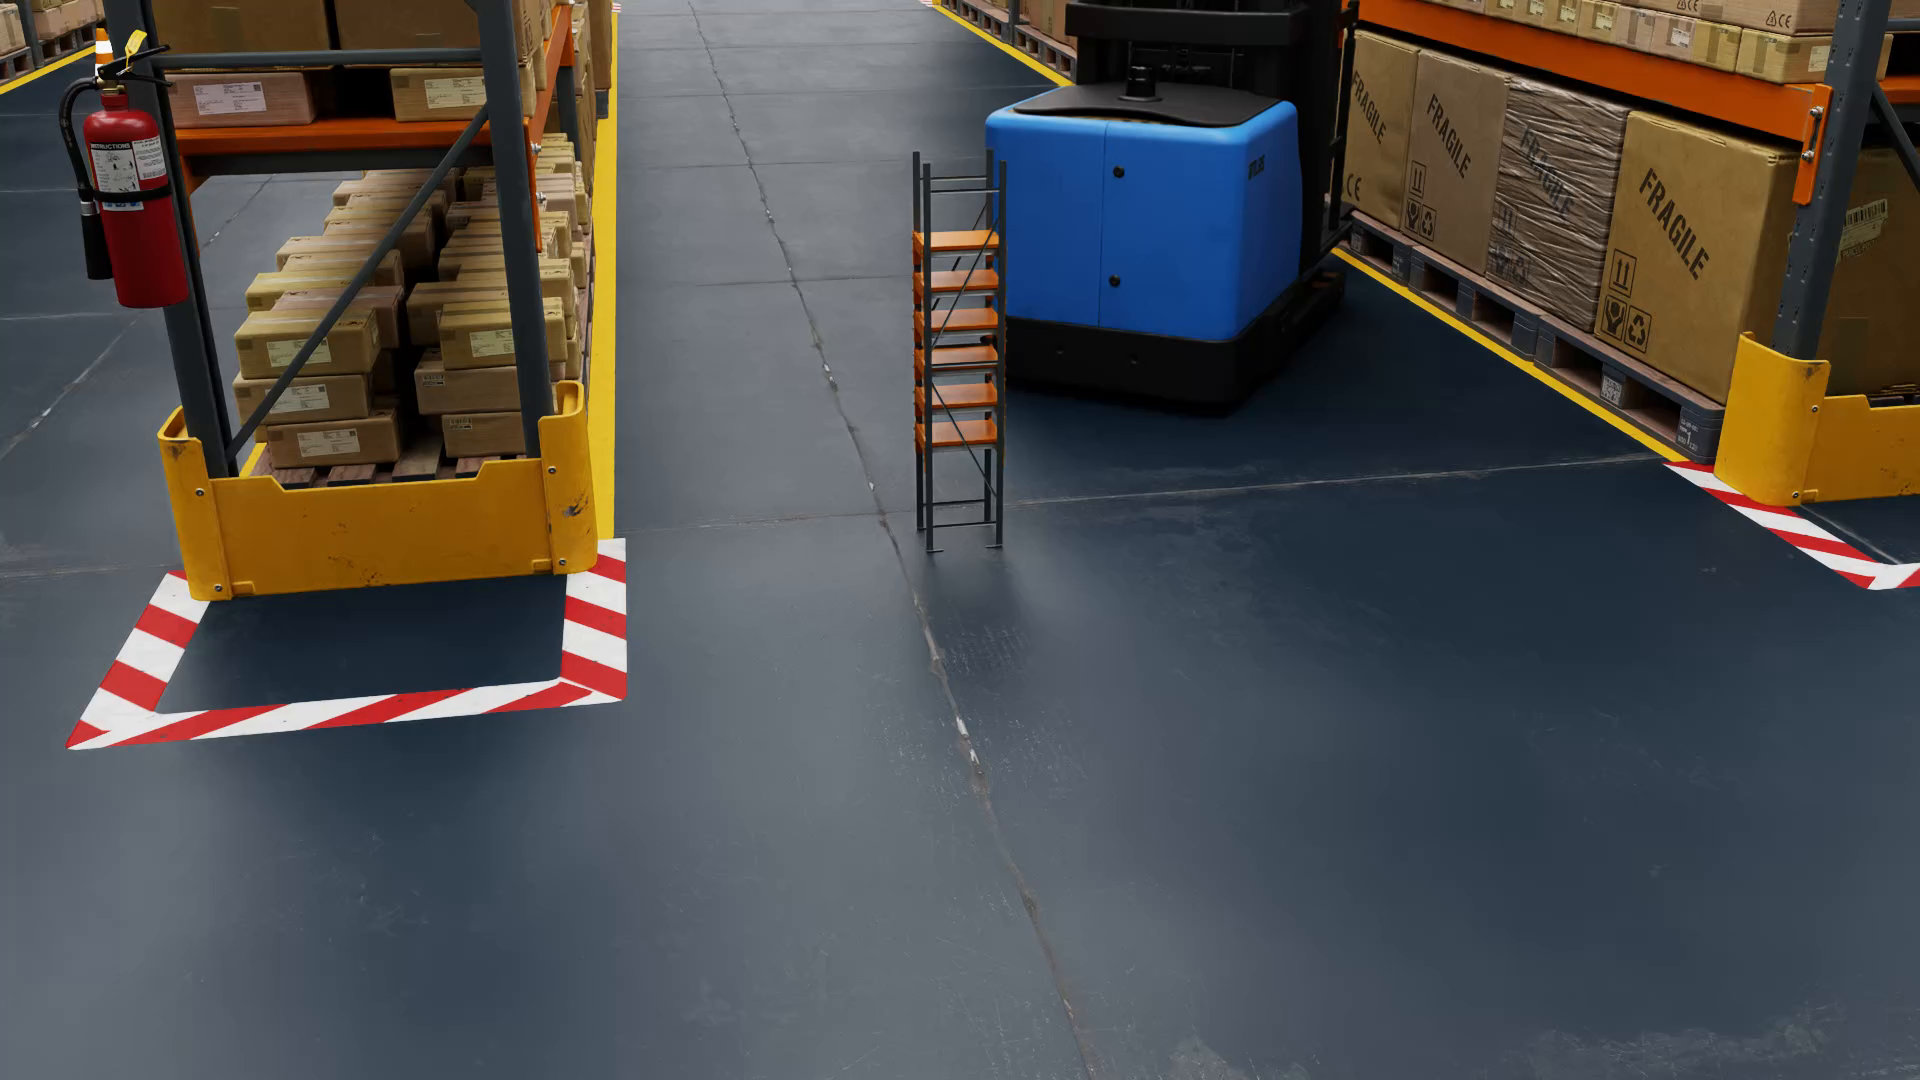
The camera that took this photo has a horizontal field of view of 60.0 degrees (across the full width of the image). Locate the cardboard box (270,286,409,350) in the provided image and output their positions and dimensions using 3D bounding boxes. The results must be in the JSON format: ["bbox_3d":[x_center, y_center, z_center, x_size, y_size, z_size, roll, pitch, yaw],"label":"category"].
[{"bbox_3d":[-2.029,-0.723,5.453,0.380,0.149,0.250,-4,24,-9],"label":"cardboard box"}]

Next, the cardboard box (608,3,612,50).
[{"bbox_3d":[-3.534,-4.537,14.176,1.050,0.750,0.750,-4,24,-10],"label":"cardboard box"}]

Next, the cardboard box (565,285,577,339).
[{"bbox_3d":[-1.605,-0.830,6.069,0.380,0.149,0.250,-4,24,-8],"label":"cardboard box"}]

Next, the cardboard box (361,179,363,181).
[{"bbox_3d":[-2.680,-1.702,8.064,0.380,0.149,0.250,-3,24,-7],"label":"cardboard box"}]

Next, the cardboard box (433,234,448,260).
[{"bbox_3d":[-2.389,-1.299,7.143,0.380,0.149,0.250,-3,24,-7],"label":"cardboard box"}]

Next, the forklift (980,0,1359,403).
[{"bbox_3d":[1.146,-2.415,7.119,1.130,2.935,3.031,10,26,22],"label":"forklift"}]

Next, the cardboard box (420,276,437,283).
[{"bbox_3d":[-2.277,-0.960,6.737,0.380,0.149,0.250,-4,24,-8],"label":"cardboard box"}]

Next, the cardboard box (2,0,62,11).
[{"bbox_3d":[-8.601,-5.114,15.186,0.500,0.500,0.500,-3,24,-7],"label":"cardboard box"}]

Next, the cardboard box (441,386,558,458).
[{"bbox_3d":[-1.475,-0.388,5.428,0.380,0.149,0.250,-4,24,-9],"label":"cardboard box"}]

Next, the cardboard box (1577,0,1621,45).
[{"bbox_3d":[2.621,-2.002,6.400,0.380,0.149,0.250,-5,24,-11],"label":"cardboard box"}]

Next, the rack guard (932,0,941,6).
[{"bbox_3d":[0.256,-6.718,20.006,1.175,0.500,0.348,-4,24,-10],"label":"rack guard"}]

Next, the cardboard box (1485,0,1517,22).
[{"bbox_3d":[2.479,-2.304,7.091,0.380,0.149,0.250,-5,24,-11],"label":"cardboard box"}]

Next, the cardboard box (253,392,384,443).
[{"bbox_3d":[-2.142,-0.444,5.555,0.380,0.149,0.250,-4,24,-8],"label":"cardboard box"}]

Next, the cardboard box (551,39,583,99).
[{"bbox_3d":[-2.309,-2.546,8.994,0.500,0.250,0.500,-5,24,-12],"label":"cardboard box"}]

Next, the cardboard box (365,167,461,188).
[{"bbox_3d":[-2.484,-1.645,7.562,0.380,0.149,0.250,-5,24,-10],"label":"cardboard box"}]

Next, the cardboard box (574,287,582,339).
[{"bbox_3d":[-1.697,-0.889,6.574,0.380,0.149,0.250,-5,24,-12],"label":"cardboard box"}]

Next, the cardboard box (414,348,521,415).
[{"bbox_3d":[-1.537,-0.520,5.358,0.380,0.149,0.250,-3,24,-8],"label":"cardboard box"}]

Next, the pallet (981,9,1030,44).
[{"bbox_3d":[0.823,-5.303,17.129,1.003,0.211,1.213,-4,24,-10],"label":"pallet"}]

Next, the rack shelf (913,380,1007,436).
[{"bbox_3d":[-0.003,-0.405,5.089,0.258,0.103,0.180,-4,24,-10],"label":"rack shelf"}]

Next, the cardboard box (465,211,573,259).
[{"bbox_3d":[-1.718,-1.178,6.494,0.380,0.149,0.250,-4,24,-9],"label":"cardboard box"}]

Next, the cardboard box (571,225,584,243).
[{"bbox_3d":[-1.947,-1.395,7.734,0.380,0.149,0.250,-5,24,-12],"label":"cardboard box"}]

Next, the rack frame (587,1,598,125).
[{"bbox_3d":[-3.172,-4.419,11.620,1.000,3.000,0.127,-4,24,-10],"label":"rack frame"}]

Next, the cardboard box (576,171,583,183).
[{"bbox_3d":[-1.999,-1.662,7.973,0.380,0.149,0.250,-5,24,-12],"label":"cardboard box"}]

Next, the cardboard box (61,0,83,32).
[{"bbox_3d":[-8.711,-4.980,15.815,0.500,0.250,0.500,-3,24,-7],"label":"cardboard box"}]

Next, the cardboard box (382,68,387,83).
[{"bbox_3d":[-1.698,-1.608,5.497,0.380,0.149,0.250,-3,24,-7],"label":"cardboard box"}]

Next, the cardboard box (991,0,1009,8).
[{"bbox_3d":[0.642,-5.990,17.816,0.500,0.500,0.500,-6,24,-14],"label":"cardboard box"}]

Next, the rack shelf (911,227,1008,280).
[{"bbox_3d":[-0.003,-0.845,4.897,0.258,0.103,0.180,-4,24,-10],"label":"rack shelf"}]

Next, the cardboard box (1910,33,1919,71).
[{"bbox_3d":[3.459,-1.649,5.591,0.380,0.149,0.250,-4,24,-9],"label":"cardboard box"}]

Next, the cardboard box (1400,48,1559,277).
[{"bbox_3d":[2.671,-1.772,7.690,0.875,0.875,0.875,-4,24,-10],"label":"cardboard box"}]

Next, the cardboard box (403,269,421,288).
[{"bbox_3d":[-2.306,-0.990,6.435,0.380,0.149,0.250,-3,24,-7],"label":"cardboard box"}]

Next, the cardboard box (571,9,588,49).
[{"bbox_3d":[-2.605,-3.161,10.402,0.500,0.250,0.500,-4,24,-9],"label":"cardboard box"}]

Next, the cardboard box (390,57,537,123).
[{"bbox_3d":[-1.430,-1.309,4.813,0.380,0.149,0.250,-4,24,-10],"label":"cardboard box"}]

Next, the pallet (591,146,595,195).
[{"bbox_3d":[-2.807,-2.355,10.378,1.003,0.211,1.213,-4,24,-10],"label":"pallet"}]

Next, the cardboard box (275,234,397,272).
[{"bbox_3d":[-2.292,-1.024,6.141,0.380,0.149,0.250,-3,24,-8],"label":"cardboard box"}]

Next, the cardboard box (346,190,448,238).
[{"bbox_3d":[-2.315,-1.337,6.857,0.380,0.149,0.250,-5,24,-12],"label":"cardboard box"}]

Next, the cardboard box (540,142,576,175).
[{"bbox_3d":[-2.024,-1.786,7.886,0.380,0.149,0.250,-4,24,-9],"label":"cardboard box"}]

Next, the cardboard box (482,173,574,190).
[{"bbox_3d":[-1.859,-1.481,7.187,0.380,0.149,0.250,-5,24,-12],"label":"cardboard box"}]

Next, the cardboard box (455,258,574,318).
[{"bbox_3d":[-1.545,-0.870,5.789,0.380,0.149,0.250,-4,24,-10],"label":"cardboard box"}]

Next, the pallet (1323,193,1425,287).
[{"bbox_3d":[2.525,-1.590,8.627,1.003,0.211,1.213,-4,24,-10],"label":"pallet"}]

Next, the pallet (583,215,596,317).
[{"bbox_3d":[-2.273,-1.306,7.977,1.003,0.211,1.213,-4,24,-10],"label":"pallet"}]

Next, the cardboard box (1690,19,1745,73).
[{"bbox_3d":[2.761,-1.702,5.714,0.380,0.149,0.250,-4,24,-9],"label":"cardboard box"}]

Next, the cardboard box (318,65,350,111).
[{"bbox_3d":[-2.040,-1.365,4.942,0.380,0.149,0.250,-4,24,-10],"label":"cardboard box"}]

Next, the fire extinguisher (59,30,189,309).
[{"bbox_3d":[-2.099,-0.933,4.200,0.296,0.674,0.183,-4,24,-10],"label":"fire extinguisher"}]

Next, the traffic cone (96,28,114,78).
[{"bbox_3d":[-7.152,-4.040,13.921,0.336,0.463,0.334,-4,24,-10],"label":"traffic cone"}]

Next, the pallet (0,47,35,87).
[{"bbox_3d":[-8.612,-4.002,14.150,1.003,0.211,1.213,-4,24,-10],"label":"pallet"}]

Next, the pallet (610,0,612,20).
[{"bbox_3d":[-4.426,-5.979,18.676,1.003,0.211,1.213,-4,24,-10],"label":"pallet"}]

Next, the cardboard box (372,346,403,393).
[{"bbox_3d":[-2.066,-0.588,5.514,0.380,0.149,0.250,-5,24,-11],"label":"cardboard box"}]

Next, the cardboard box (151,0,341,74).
[{"bbox_3d":[-2.029,-1.612,4.697,0.500,0.500,0.500,-4,24,-9],"label":"cardboard box"}]

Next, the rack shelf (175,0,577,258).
[{"bbox_3d":[-2.062,-1.729,6.361,1.077,0.370,4.000,-4,24,-10],"label":"rack shelf"}]

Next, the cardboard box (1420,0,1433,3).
[{"bbox_3d":[2.337,-2.607,7.785,0.380,0.149,0.250,-5,24,-11],"label":"cardboard box"}]

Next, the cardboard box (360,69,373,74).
[{"bbox_3d":[-2.191,-1.667,5.633,0.380,0.149,0.250,-5,24,-12],"label":"cardboard box"}]

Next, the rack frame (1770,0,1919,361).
[{"bbox_3d":[3.201,-1.600,5.165,1.000,3.000,0.127,-4,24,-10],"label":"rack frame"}]

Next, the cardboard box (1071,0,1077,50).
[{"bbox_3d":[1.351,-4.504,14.389,0.700,0.500,0.500,-2,24,-5],"label":"cardboard box"}]

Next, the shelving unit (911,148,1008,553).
[{"bbox_3d":[-0.003,-0.556,5.023,0.258,1.200,0.189,-4,24,-10],"label":"shelving unit"}]

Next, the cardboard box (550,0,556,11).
[{"bbox_3d":[-2.004,-2.433,7.386,0.380,0.149,0.250,-3,24,-8],"label":"cardboard box"}]

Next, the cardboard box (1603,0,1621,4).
[{"bbox_3d":[2.663,-2.238,6.442,0.500,0.250,0.500,-5,24,-12],"label":"cardboard box"}]

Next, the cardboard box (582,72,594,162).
[{"bbox_3d":[-2.408,-2.411,9.621,0.500,0.500,0.500,-3,24,-7],"label":"cardboard box"}]

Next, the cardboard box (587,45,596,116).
[{"bbox_3d":[-2.701,-3.022,11.020,0.500,0.500,0.500,-3,24,-8],"label":"cardboard box"}]

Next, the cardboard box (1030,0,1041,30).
[{"bbox_3d":[1.074,-5.133,15.828,0.700,0.500,0.500,-6,24,-14],"label":"cardboard box"}]
